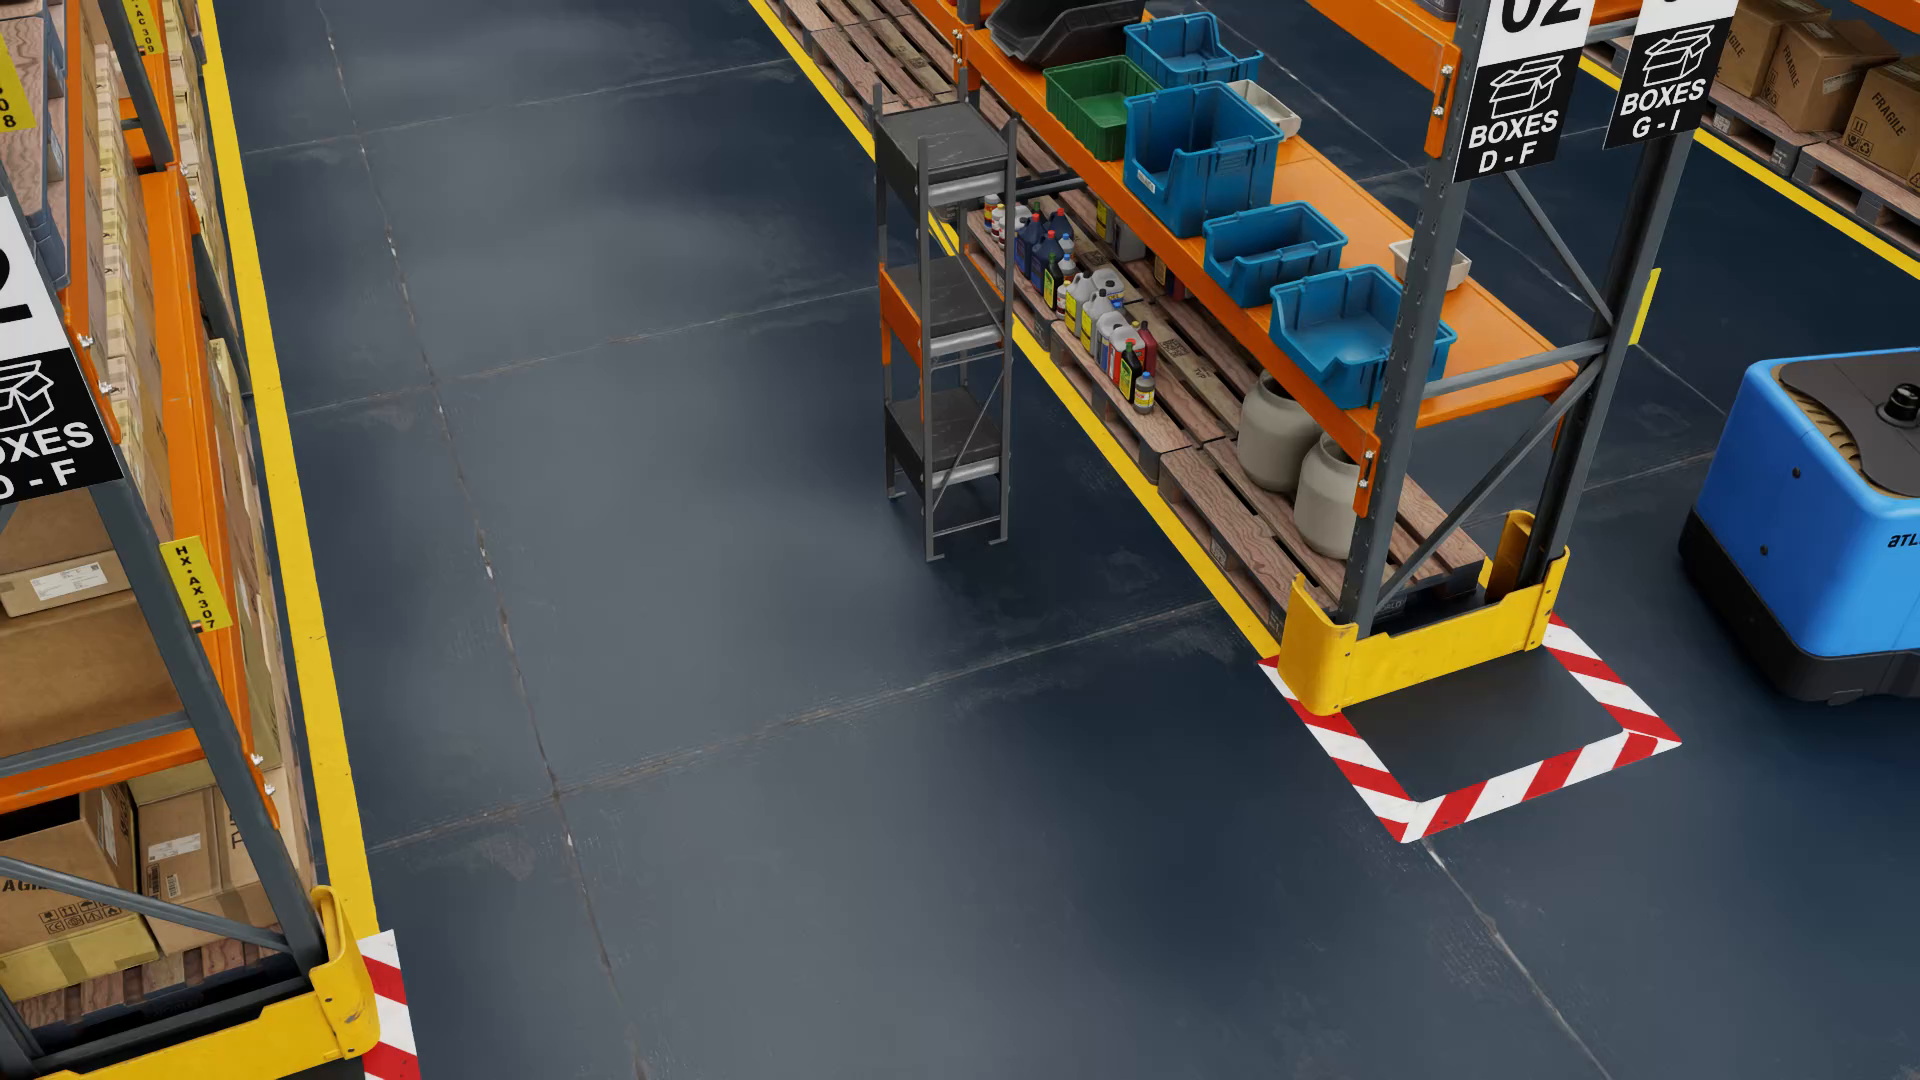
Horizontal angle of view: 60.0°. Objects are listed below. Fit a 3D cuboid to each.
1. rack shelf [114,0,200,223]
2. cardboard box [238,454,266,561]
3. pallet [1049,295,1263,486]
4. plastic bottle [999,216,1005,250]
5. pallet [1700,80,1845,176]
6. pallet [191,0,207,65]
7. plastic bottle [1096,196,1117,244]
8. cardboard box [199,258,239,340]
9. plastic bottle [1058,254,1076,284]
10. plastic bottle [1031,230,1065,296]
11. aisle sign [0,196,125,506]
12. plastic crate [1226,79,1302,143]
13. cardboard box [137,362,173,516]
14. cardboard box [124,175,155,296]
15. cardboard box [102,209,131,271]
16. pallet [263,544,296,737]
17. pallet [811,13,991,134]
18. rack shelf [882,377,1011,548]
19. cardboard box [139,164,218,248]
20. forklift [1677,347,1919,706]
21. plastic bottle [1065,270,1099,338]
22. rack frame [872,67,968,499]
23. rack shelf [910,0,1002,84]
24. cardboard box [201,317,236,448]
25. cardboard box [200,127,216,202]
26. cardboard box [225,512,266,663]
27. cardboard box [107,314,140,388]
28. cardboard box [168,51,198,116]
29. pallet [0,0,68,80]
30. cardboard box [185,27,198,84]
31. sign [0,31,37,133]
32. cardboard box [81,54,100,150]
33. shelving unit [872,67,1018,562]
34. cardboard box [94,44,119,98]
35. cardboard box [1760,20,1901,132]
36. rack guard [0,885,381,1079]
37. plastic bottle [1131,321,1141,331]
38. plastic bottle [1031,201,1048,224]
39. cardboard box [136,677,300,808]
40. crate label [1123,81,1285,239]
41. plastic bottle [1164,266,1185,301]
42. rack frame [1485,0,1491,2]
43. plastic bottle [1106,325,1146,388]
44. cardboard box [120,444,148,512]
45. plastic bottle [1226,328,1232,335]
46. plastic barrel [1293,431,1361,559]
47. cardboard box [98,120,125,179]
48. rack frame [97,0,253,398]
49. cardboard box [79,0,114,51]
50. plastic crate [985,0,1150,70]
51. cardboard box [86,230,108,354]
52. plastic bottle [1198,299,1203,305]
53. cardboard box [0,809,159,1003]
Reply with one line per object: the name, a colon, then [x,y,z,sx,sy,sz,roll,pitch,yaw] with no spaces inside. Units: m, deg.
rack shelf: [-4.875,-2.724,9.088,1.077,0.370,4.000,-15,43,-17]
cardboard box: [-3.344,-0.083,7.251,0.500,0.250,0.500,-15,43,-17]
pallet: [1.157,-0.817,8.457,1.003,0.211,1.213,-15,43,-17]
plastic bottle: [0.262,-1.708,9.163,0.097,0.201,0.097,0,41,0]
pallet: [5.333,-2.808,10.773,1.003,0.211,1.213,-15,43,-17]
pallet: [-5.891,-3.604,11.698,1.003,0.211,1.213,-15,43,-17]
plastic bottle: [0.847,-1.836,9.198,0.144,0.351,0.185,-15,43,-17]
cardboard box: [-4.036,-1.214,8.566,0.500,0.250,0.500,-16,43,-18]
plastic bottle: [0.556,-1.375,8.723,0.097,0.271,0.097,0,41,0]
plastic bottle: [0.465,-1.485,8.789,0.144,0.351,0.185,-17,43,-19]
aisle sign: [-2.272,-0.405,3.845,0.394,0.787,0.004,-15,43,-17]
plastic crate: [1.323,-2.011,7.909,0.530,0.136,0.437,-15,43,-17]
cardboard box: [-3.137,-0.321,5.664,0.700,0.500,0.500,-15,43,-17]
cardboard box: [-3.727,-1.248,6.743,0.700,0.500,0.500,-16,43,-17]
cardboard box: [-3.219,-1.041,6.005,0.380,0.149,0.250,-14,43,-15]
pallet: [-3.374,0.490,6.936,1.003,0.211,1.213,-15,43,-17]
pallet: [-0.339,-3.168,11.191,1.003,0.211,1.213,-15,43,-17]
rack shelf: [-0.063,-0.355,7.565,0.431,0.518,0.480,-15,43,-17]
cardboard box: [-4.225,-1.736,8.743,0.500,0.311,0.500,-16,43,-17]
forklift: [4.798,-0.866,6.428,3.031,2.935,1.130,-5,41,-6]
plastic bottle: [0.628,-1.229,8.491,0.144,0.351,0.185,-15,43,-17]
rack frame: [-0.157,-1.043,7.271,0.400,2.100,0.015,-15,43,-17]
rack shelf: [-0.298,-3.958,10.522,1.077,0.370,4.000,-15,43,-17]
cardboard box: [-3.550,-0.664,7.352,0.500,0.500,0.500,-15,43,-17]
cardboard box: [-4.625,-2.140,9.643,0.500,0.250,0.500,-14,43,-16]
cardboard box: [-2.976,0.239,6.302,0.500,0.500,0.500,-15,43,-17]
cardboard box: [-2.927,-0.578,5.466,0.380,0.149,0.250,-16,43,-18]
cardboard box: [-4.817,-2.661,9.819,0.500,0.311,0.500,-15,43,-17]
pallet: [-3.297,-1.655,5.060,1.003,0.211,1.213,-15,43,-17]
cardboard box: [-5.214,-3.062,10.716,0.500,0.250,0.500,-14,43,-16]
sign: [-2.065,-1.016,3.518,0.100,0.325,0.005,-15,43,-17]
cardboard box: [-3.740,-1.752,6.334,0.700,0.500,0.500,-15,43,-17]
shelving unit: [-0.063,-0.896,7.100,0.431,2.100,0.503,-15,43,-17]
cardboard box: [-3.808,-1.966,7.080,0.380,0.149,0.250,-15,43,-17]
cardboard box: [5.386,-2.879,10.311,0.500,0.500,0.500,-3,41,-3]
rack guard: [-2.571,1.579,5.448,1.175,0.500,0.348,-15,43,-17]
plastic bottle: [0.874,-1.004,8.344,0.097,0.201,0.097,0,41,0]
plastic bottle: [0.432,-1.700,9.091,0.061,0.283,0.133,-15,43,-17]
cardboard box: [-2.774,0.822,6.199,0.500,0.250,0.500,-15,43,-17]
crate label: [1.044,-1.671,7.284,0.502,0.435,0.616,-15,43,-17]
plastic bottle: [1.138,-1.411,8.754,0.061,0.283,0.133,-15,43,-17]
rack frame: [1.998,-2.891,4.129,1.000,3.000,0.127,-15,43,-17]
plastic bottle: [0.819,-0.906,8.173,0.152,0.276,0.135,-15,43,-17]
cardboard box: [-2.634,-0.115,4.928,0.380,0.149,0.250,-16,43,-18]
plastic bottle: [1.423,-1.185,8.501,0.097,0.271,0.097,0,41,0]
plastic barrel: [1.676,-0.210,7.198,0.421,0.512,0.421,0,41,0]
cardboard box: [-3.512,-1.501,6.540,0.380,0.149,0.250,-15,43,-17]
rack frame: [-4.110,-1.792,7.452,1.000,3.000,0.127,-15,43,-17]
cardboard box: [-4.591,-2.614,8.331,0.500,0.500,0.500,-12,42,-14]
plastic crate: [0.550,-2.655,8.503,0.767,0.338,0.504,-15,43,-17]
cardboard box: [-3.167,-0.848,5.282,0.700,0.500,0.500,-15,43,-17]
plastic bottle: [1.306,-1.342,8.738,0.097,0.201,0.097,0,41,0]
cardboard box: [-3.058,1.251,5.700,0.500,0.250,0.500,-15,43,-17]
